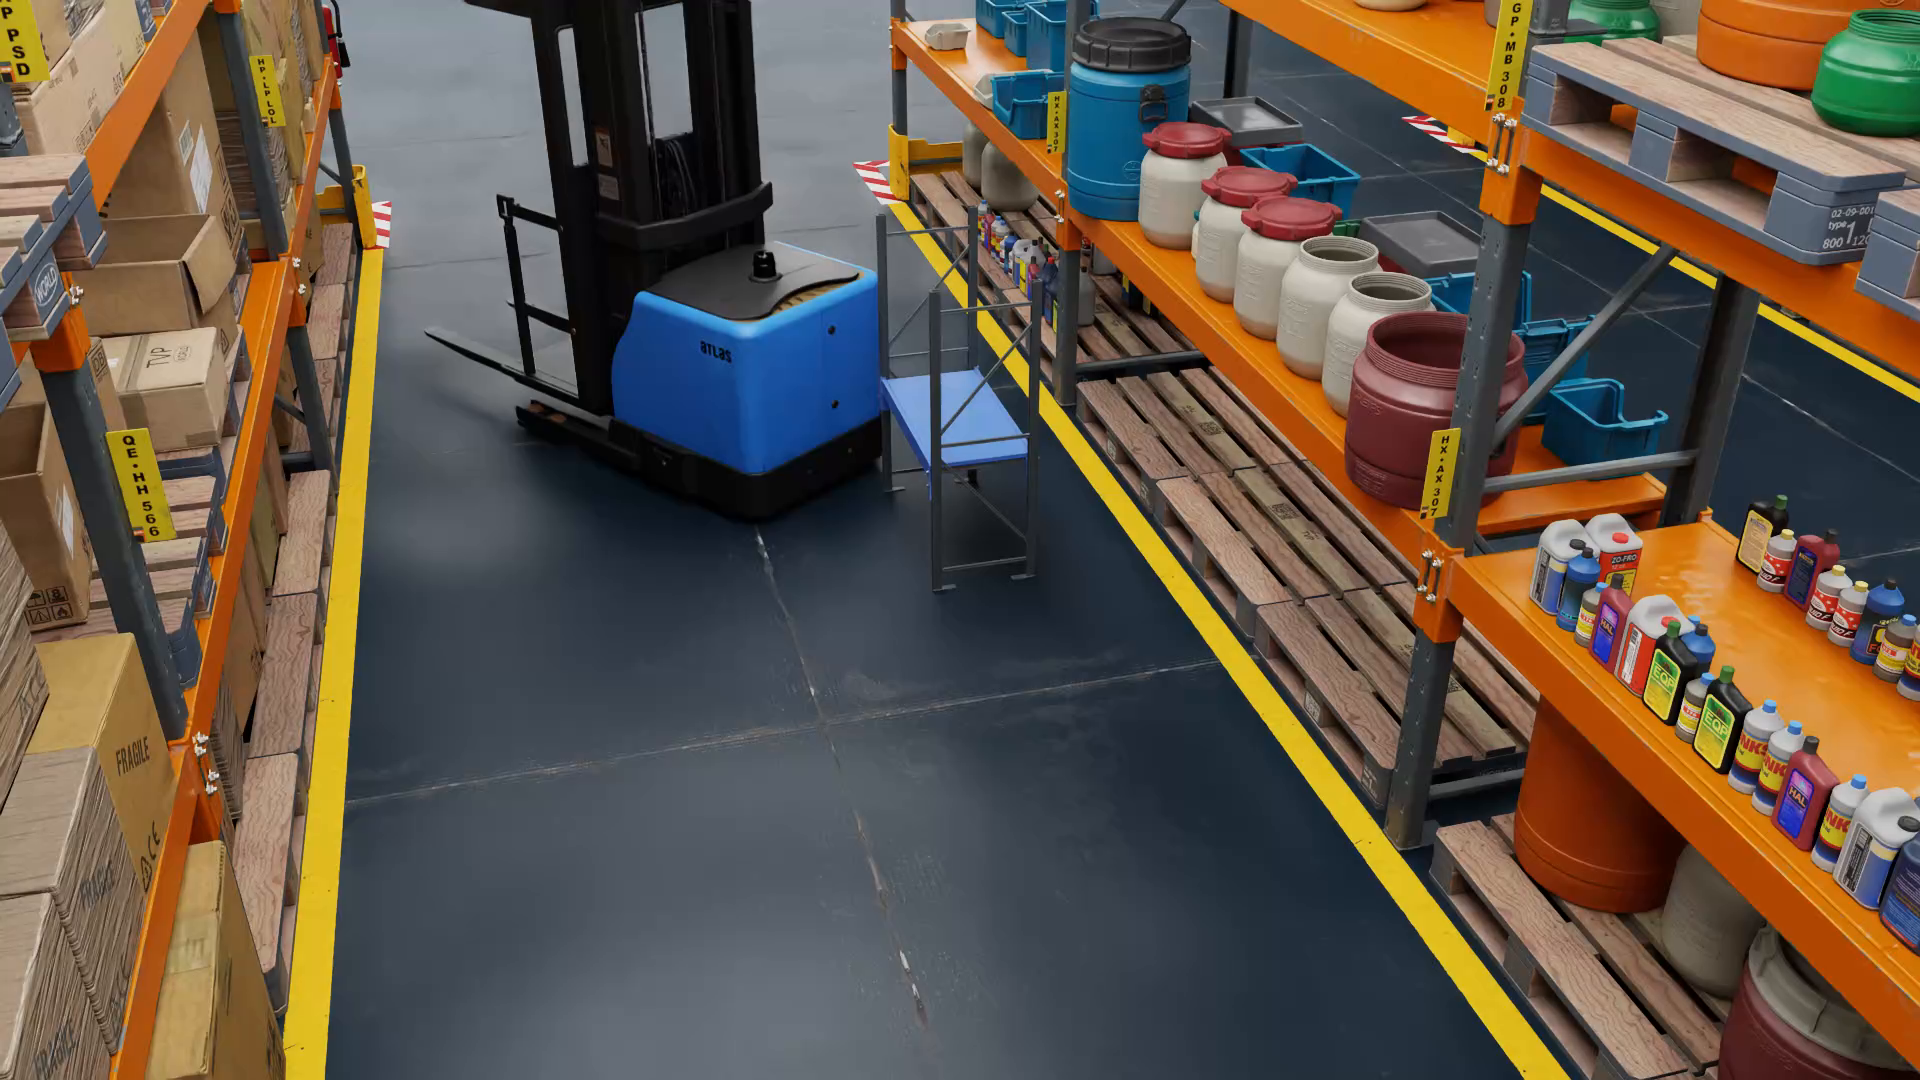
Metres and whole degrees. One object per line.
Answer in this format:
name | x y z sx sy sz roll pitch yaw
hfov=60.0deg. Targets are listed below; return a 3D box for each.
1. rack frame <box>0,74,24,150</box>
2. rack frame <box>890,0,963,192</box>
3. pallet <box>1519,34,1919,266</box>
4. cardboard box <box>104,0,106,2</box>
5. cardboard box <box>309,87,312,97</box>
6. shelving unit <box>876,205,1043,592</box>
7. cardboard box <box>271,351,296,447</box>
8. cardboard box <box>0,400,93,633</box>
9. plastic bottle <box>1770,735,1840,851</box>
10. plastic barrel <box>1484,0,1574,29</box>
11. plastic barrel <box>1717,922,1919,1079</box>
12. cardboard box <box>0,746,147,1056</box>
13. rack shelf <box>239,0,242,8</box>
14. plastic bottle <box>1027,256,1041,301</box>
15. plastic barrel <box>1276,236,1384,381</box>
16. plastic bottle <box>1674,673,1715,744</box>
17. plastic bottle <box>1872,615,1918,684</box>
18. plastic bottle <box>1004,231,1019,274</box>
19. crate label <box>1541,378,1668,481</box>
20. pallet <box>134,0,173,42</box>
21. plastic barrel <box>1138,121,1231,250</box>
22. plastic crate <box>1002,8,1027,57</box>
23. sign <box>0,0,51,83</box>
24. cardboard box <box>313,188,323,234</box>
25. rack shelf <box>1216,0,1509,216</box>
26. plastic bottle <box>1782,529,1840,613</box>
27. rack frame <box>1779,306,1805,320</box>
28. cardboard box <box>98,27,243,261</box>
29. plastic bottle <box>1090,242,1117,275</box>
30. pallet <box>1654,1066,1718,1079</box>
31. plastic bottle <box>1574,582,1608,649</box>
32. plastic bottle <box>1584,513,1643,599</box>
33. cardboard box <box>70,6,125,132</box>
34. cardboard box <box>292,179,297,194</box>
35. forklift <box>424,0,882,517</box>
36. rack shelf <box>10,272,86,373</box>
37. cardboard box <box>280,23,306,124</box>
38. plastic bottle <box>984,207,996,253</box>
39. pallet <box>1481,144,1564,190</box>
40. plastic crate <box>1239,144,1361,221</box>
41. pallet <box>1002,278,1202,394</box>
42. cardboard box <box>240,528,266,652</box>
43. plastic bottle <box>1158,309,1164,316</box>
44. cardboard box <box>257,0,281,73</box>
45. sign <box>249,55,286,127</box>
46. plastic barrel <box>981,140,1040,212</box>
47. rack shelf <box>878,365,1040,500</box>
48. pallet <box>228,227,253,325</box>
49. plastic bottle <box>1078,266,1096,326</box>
rack frame | -2.669 -2.159 2.997 1.000 3.000 0.127 -8 31 -13
rack frame | -0.018 -4.085 12.313 1.000 3.000 0.127 -8 31 -13
pallet | 2.215 -1.055 4.273 1.003 0.211 1.213 -8 31 -13
cardboard box | -2.818 -1.869 4.892 0.500 0.500 0.500 -9 31 -15
cardboard box | -4.285 -2.850 10.431 0.380 0.149 0.250 -8 31 -13
shelving unit | -0.023 -0.690 7.945 0.538 1.500 1.048 -8 31 -13
cardboard box | -3.799 -0.793 8.702 0.500 0.500 0.500 -9 31 -15
cardboard box | -2.851 -0.043 4.811 0.500 0.500 0.500 -12 32 -19
plastic bottle | 2.172 0.645 4.257 0.061 0.283 0.133 -8 31 -13
plastic barrel | 2.097 -2.162 5.496 0.600 0.901 0.600 0 30 0
plastic barrel | 2.552 1.420 4.790 0.600 0.588 0.708 -8 31 -13
cardboard box | -2.173 0.841 3.703 0.500 0.500 0.500 -8 31 -14
rack shelf | -4.262 -3.447 8.936 1.077 0.370 4.000 -8 31 -13
plastic bottle | 0.461 -1.607 10.304 0.061 0.283 0.133 -6 31 -10
plastic barrel | 1.515 -0.942 6.771 0.421 0.512 0.421 0 30 0
plastic bottle | 2.072 0.464 4.652 0.097 0.201 0.097 0 30 0
plastic bottle | 2.776 0.314 4.912 0.097 0.201 0.097 0 30 0
plastic bottle | 0.335 -1.866 10.764 0.097 0.271 0.097 0 30 0
crate label | 2.355 -0.402 6.118 0.303 0.233 0.416 -8 31 -13
pallet | -3.392 -1.899 5.729 1.213 0.211 1.003 -8 31 -13
plastic barrel | 1.087 -1.721 8.093 0.433 0.535 0.433 0 30 0
plastic crate | 0.571 -3.504 11.459 0.499 0.251 0.408 -8 31 -13
sign | -2.132 -1.189 3.720 0.100 0.325 0.005 -8 31 -13
cardboard box | -4.643 -2.223 11.172 0.500 0.500 0.500 -2 30 -4
rack shelf | 1.575 -2.174 6.736 1.077 0.370 4.000 -8 31 -13
plastic bottle | 2.686 0.079 5.235 0.061 0.283 0.133 -8 31 -13
rack frame | 5.821 -2.810 10.111 1.000 3.000 0.127 -8 31 -13
cardboard box | -3.655 -1.534 6.887 1.000 1.000 1.000 -8 31 -13
plastic bottle | 0.931 -1.874 10.774 0.152 0.276 0.135 -8 31 -13
pallet | 2.676 1.949 4.672 1.003 0.211 1.213 -8 31 -13
plastic bottle | 1.939 0.223 5.068 0.097 0.201 0.097 0 30 0
plastic bottle | 2.056 0.064 5.269 0.152 0.276 0.135 -8 31 -13
cardboard box | -2.685 -1.305 4.665 0.500 0.250 0.500 -7 31 -12
cardboard box | -3.721 -1.889 8.770 0.380 0.149 0.250 -8 31 -13
forklift | -1.838 -1.981 8.747 3.031 2.935 1.130 22 37 33
rack shelf | -2.139 0.416 2.260 1.077 0.370 4.000 -8 31 -13
cardboard box | -4.212 -2.613 9.374 0.875 0.500 0.500 -8 31 -13
plastic bottle | 0.206 -2.071 11.106 0.061 0.283 0.133 -7 31 -12
pallet | 5.003 -3.171 13.518 1.003 0.211 1.213 -8 31 -13
plastic crate | 1.637 -1.655 8.131 0.392 0.384 0.575 -8 31 -13
pallet | 0.906 -1.276 10.244 1.003 0.211 1.213 -8 31 -13
cardboard box | -3.332 0.199 6.968 0.700 0.500 0.500 -11 32 -18
plastic bottle | 1.270 -1.530 10.178 0.152 0.276 0.135 -7 31 -11
cardboard box | -3.740 -2.592 8.339 0.500 0.500 0.500 -8 31 -13
sign | -3.197 -2.071 7.678 0.100 0.325 0.005 -8 31 -13
plastic barrel | 0.364 -2.640 11.882 0.421 0.512 0.421 0 30 0
rack shelf | -0.023 -0.535 8.036 0.538 0.185 1.000 -8 31 -13
pallet | -3.669 -1.023 7.215 1.003 0.211 1.213 -8 31 -13
plastic bottle | 0.734 -1.489 10.033 0.144 0.351 0.185 -8 31 -13
